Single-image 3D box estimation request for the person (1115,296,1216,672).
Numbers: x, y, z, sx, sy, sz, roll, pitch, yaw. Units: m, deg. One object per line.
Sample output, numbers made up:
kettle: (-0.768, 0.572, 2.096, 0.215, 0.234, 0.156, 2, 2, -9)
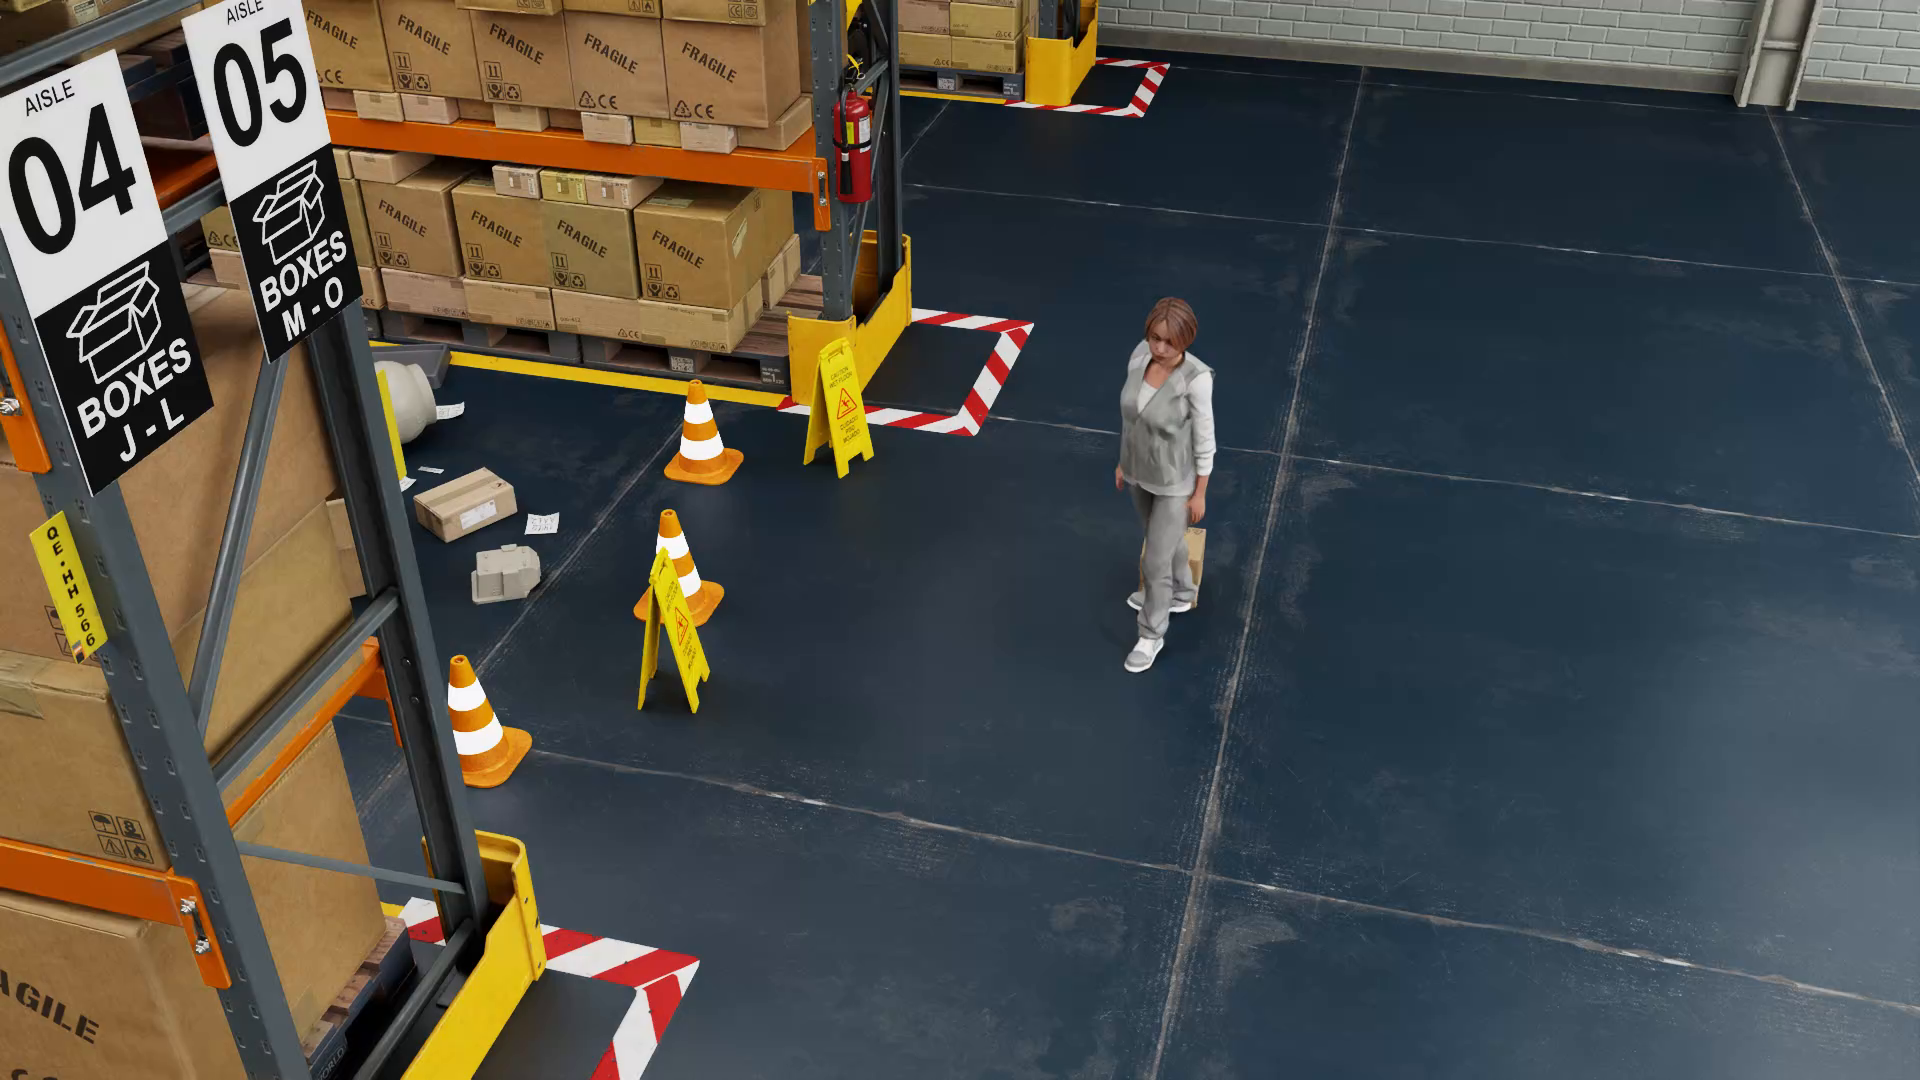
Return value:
person: (0.812, -0.252, 6.536, 0.513, 1.590, 0.452, -24, 40, -32)
